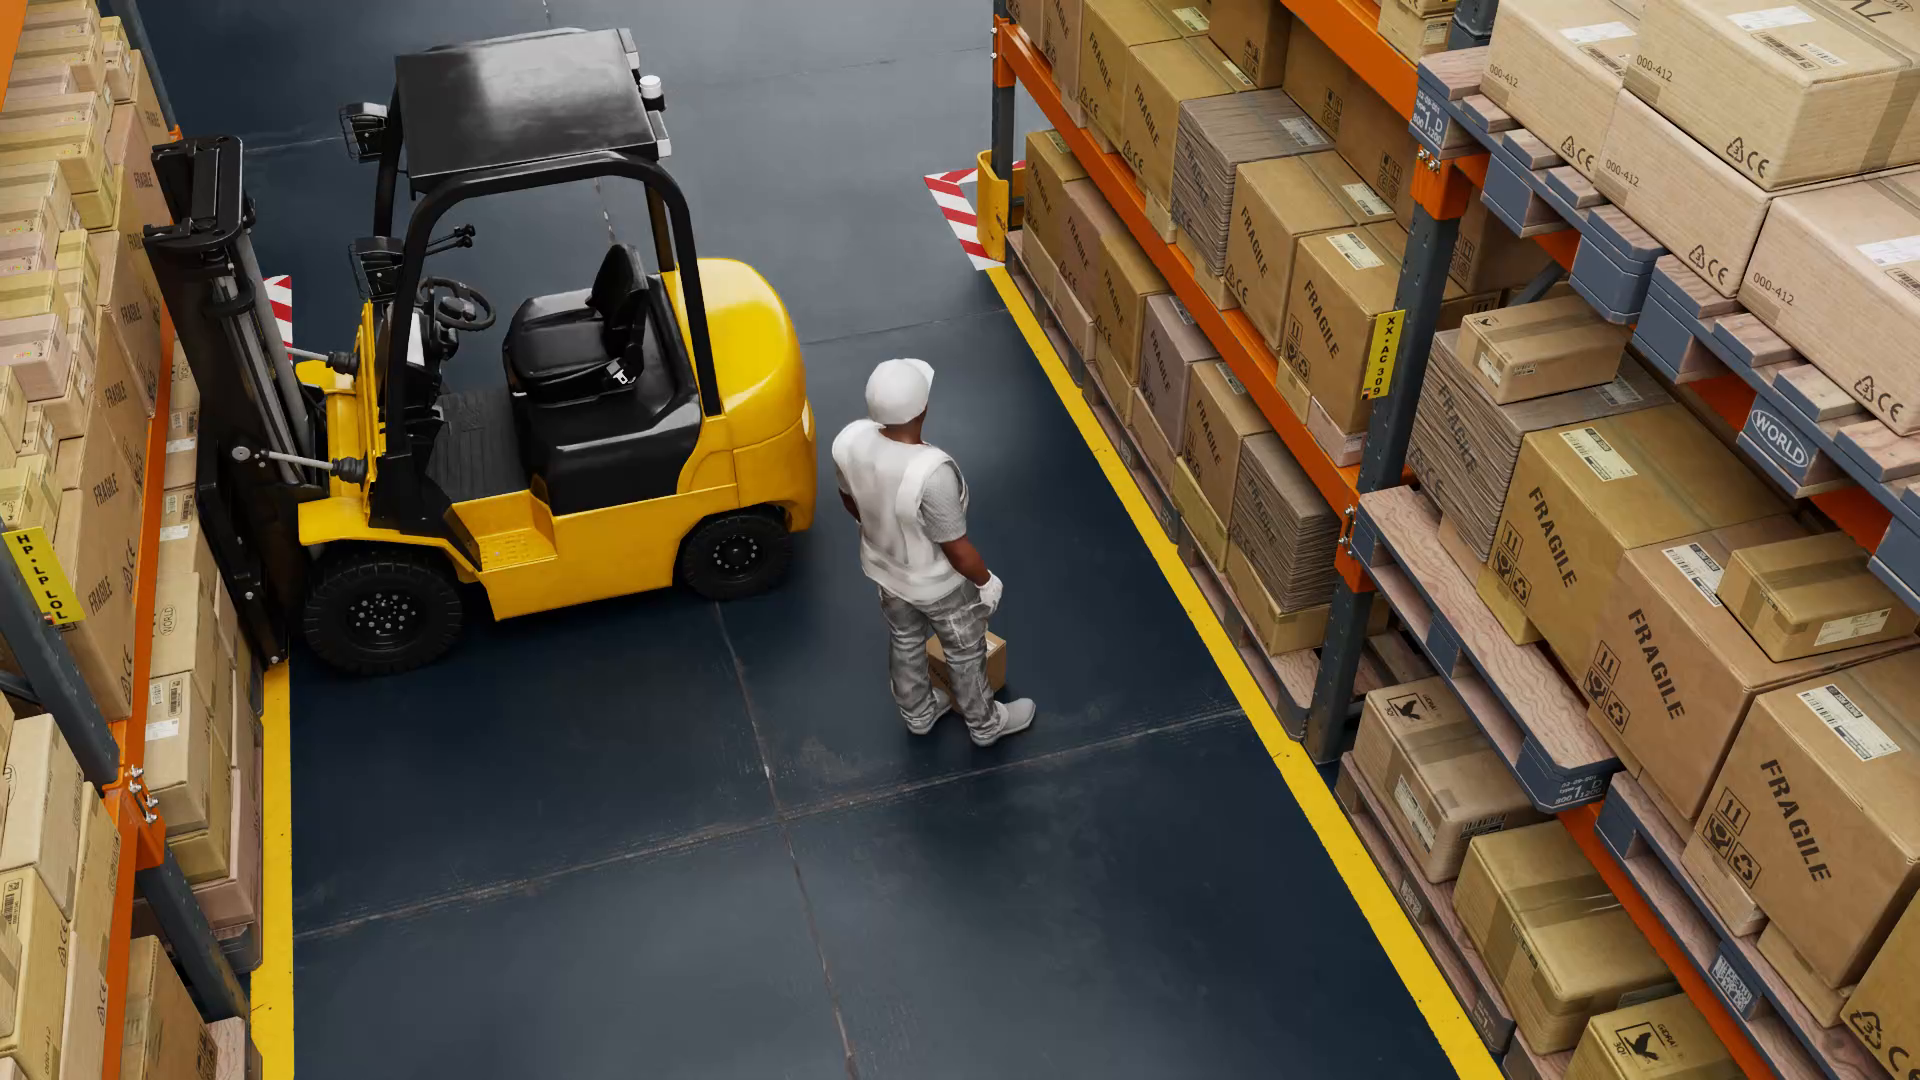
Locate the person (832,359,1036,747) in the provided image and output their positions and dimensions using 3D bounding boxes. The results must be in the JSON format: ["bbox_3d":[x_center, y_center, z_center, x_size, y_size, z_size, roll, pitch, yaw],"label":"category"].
[{"bbox_3d":[-0.094,0.046,6.080,0.656,1.785,0.575,30,50,29],"label":"person"}]
